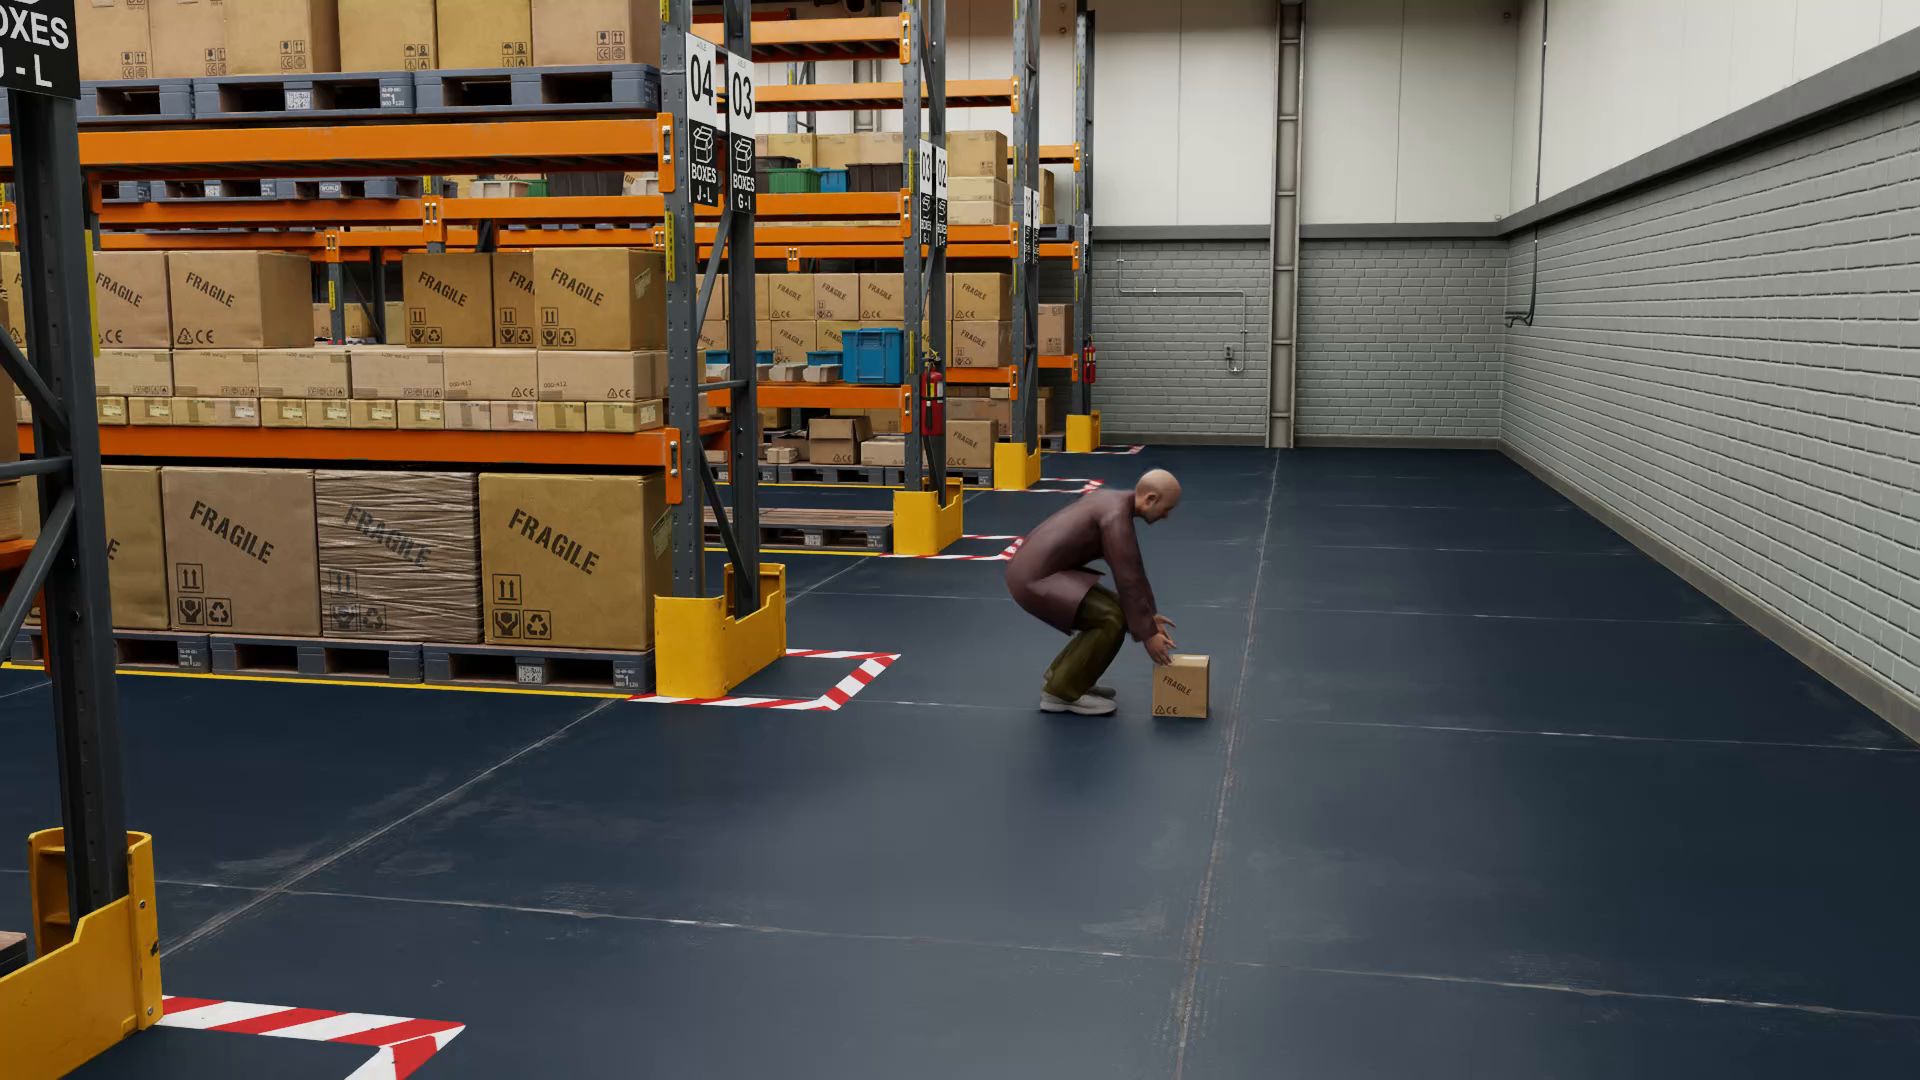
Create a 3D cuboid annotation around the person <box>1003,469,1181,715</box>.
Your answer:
[{"bbox_3d":[0.636,0.233,7.972,0.843,1.153,0.620,2,8,11],"label":"person"}]
